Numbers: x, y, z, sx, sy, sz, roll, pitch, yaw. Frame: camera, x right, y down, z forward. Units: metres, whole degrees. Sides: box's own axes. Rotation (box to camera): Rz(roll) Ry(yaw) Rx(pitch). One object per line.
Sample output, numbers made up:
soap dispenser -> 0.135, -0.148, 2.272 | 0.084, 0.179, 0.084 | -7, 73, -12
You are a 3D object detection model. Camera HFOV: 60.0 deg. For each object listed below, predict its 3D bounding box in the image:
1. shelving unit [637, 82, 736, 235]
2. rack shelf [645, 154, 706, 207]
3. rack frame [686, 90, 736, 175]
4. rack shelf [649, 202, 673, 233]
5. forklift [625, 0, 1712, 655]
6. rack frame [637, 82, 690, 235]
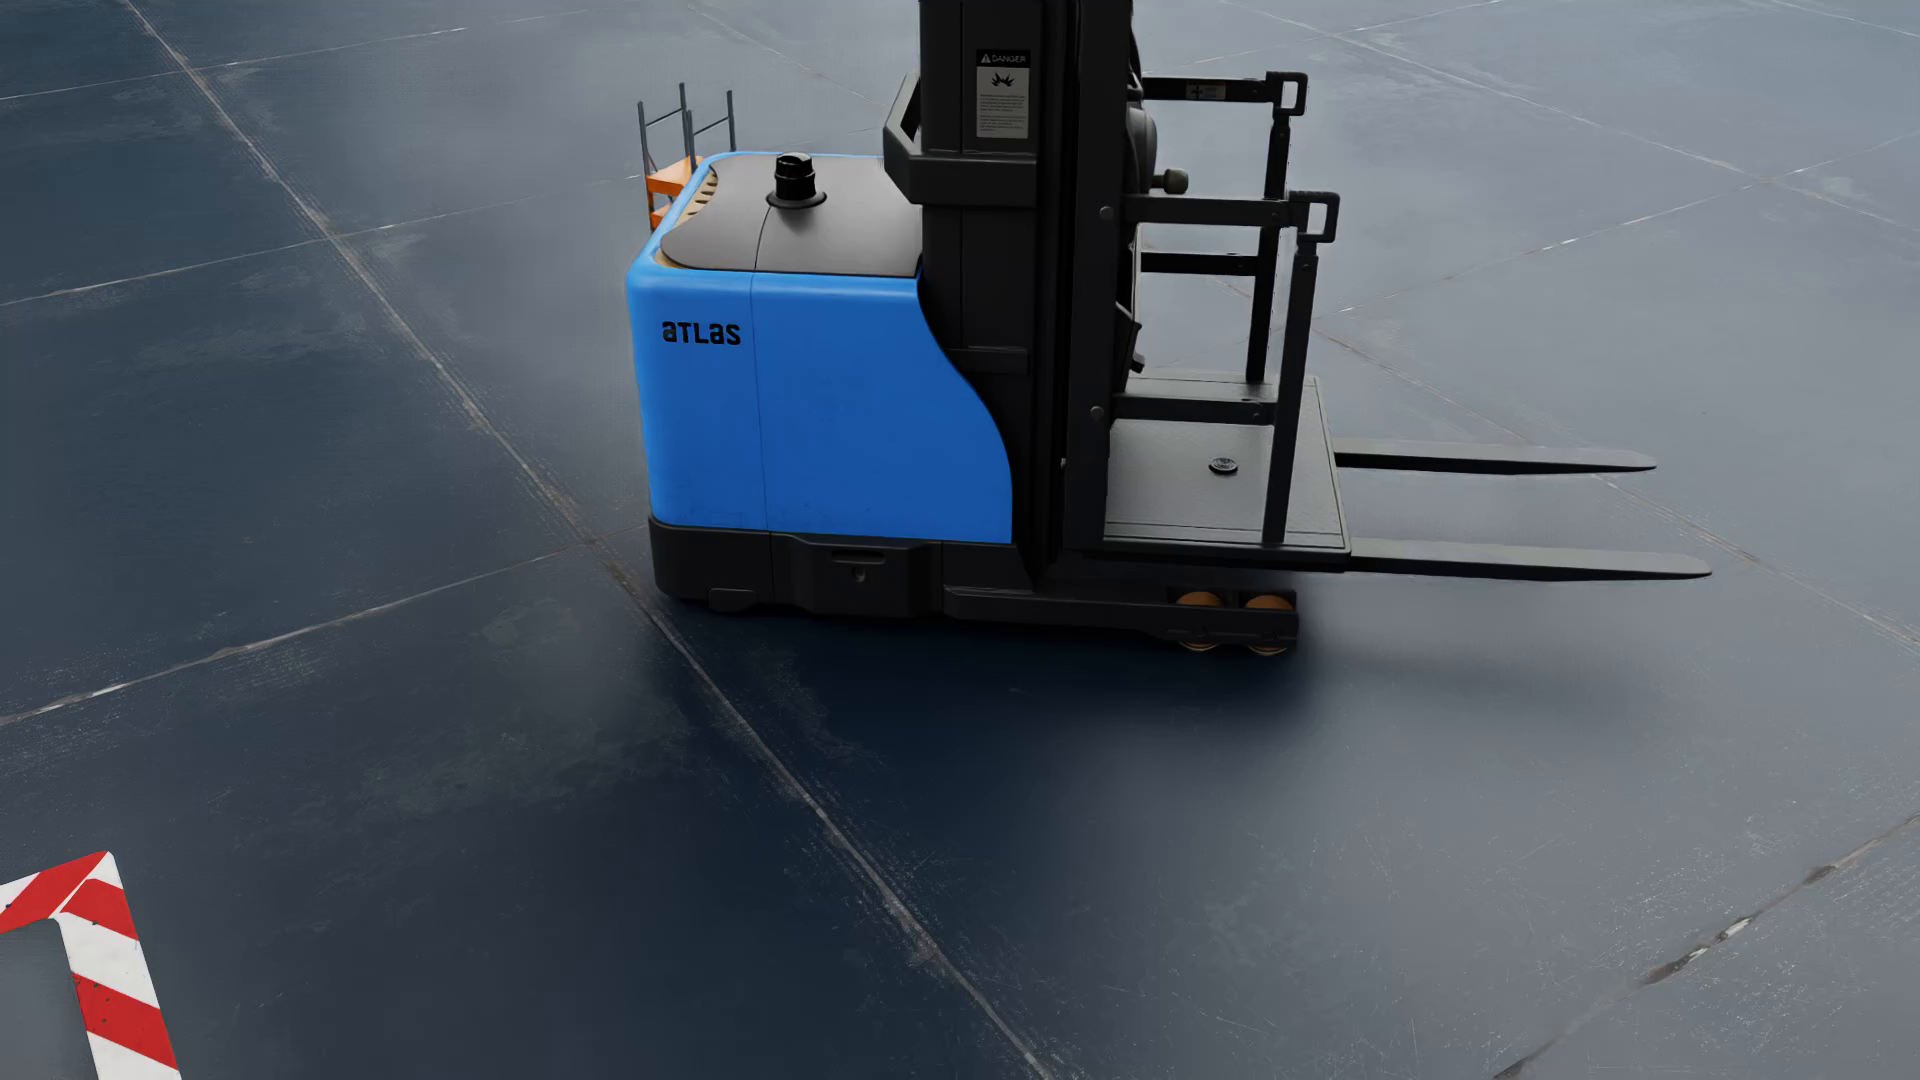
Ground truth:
shelving unit -> -0.859, -0.880, 5.520 | 0.189, 1.200, 0.258 | 15, 35, 23
rack shelf -> -0.860, -1.147, 5.352 | 0.180, 0.103, 0.258 | 15, 35, 23
rack frame -> -0.778, -0.857, 5.484 | 0.006, 1.200, 0.240 | 15, 35, 23
rack shelf -> -0.859, -1.045, 5.416 | 0.180, 0.103, 0.258 | 15, 35, 23
forklift -> 0.646, -1.213, 4.425 | 3.031, 2.935, 1.130 | 3, 32, 5
rack frame -> -0.940, -0.902, 5.556 | 0.006, 1.200, 0.240 | 15, 35, 23
